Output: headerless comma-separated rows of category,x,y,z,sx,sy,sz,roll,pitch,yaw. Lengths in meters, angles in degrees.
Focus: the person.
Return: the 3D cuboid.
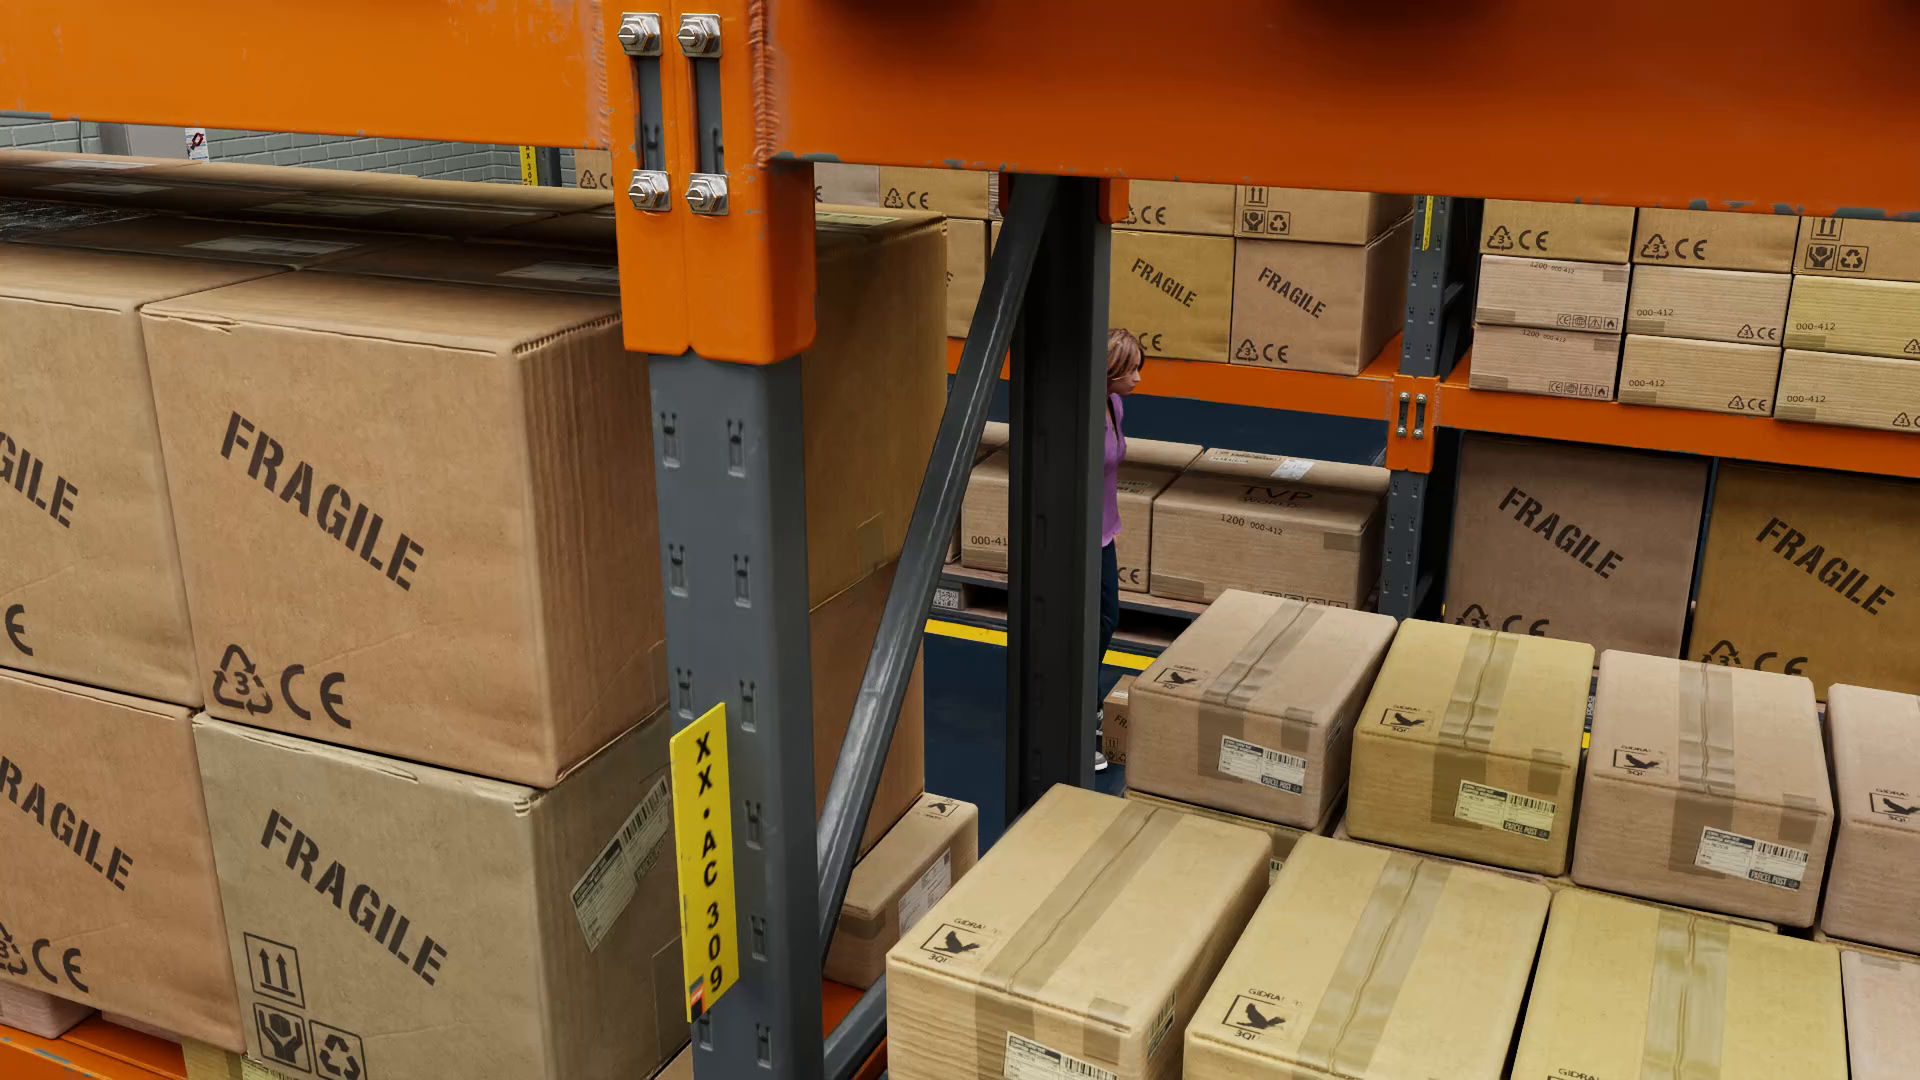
person,0.462,0.023,6.038,0.350,1.579,0.468,7,21,20
